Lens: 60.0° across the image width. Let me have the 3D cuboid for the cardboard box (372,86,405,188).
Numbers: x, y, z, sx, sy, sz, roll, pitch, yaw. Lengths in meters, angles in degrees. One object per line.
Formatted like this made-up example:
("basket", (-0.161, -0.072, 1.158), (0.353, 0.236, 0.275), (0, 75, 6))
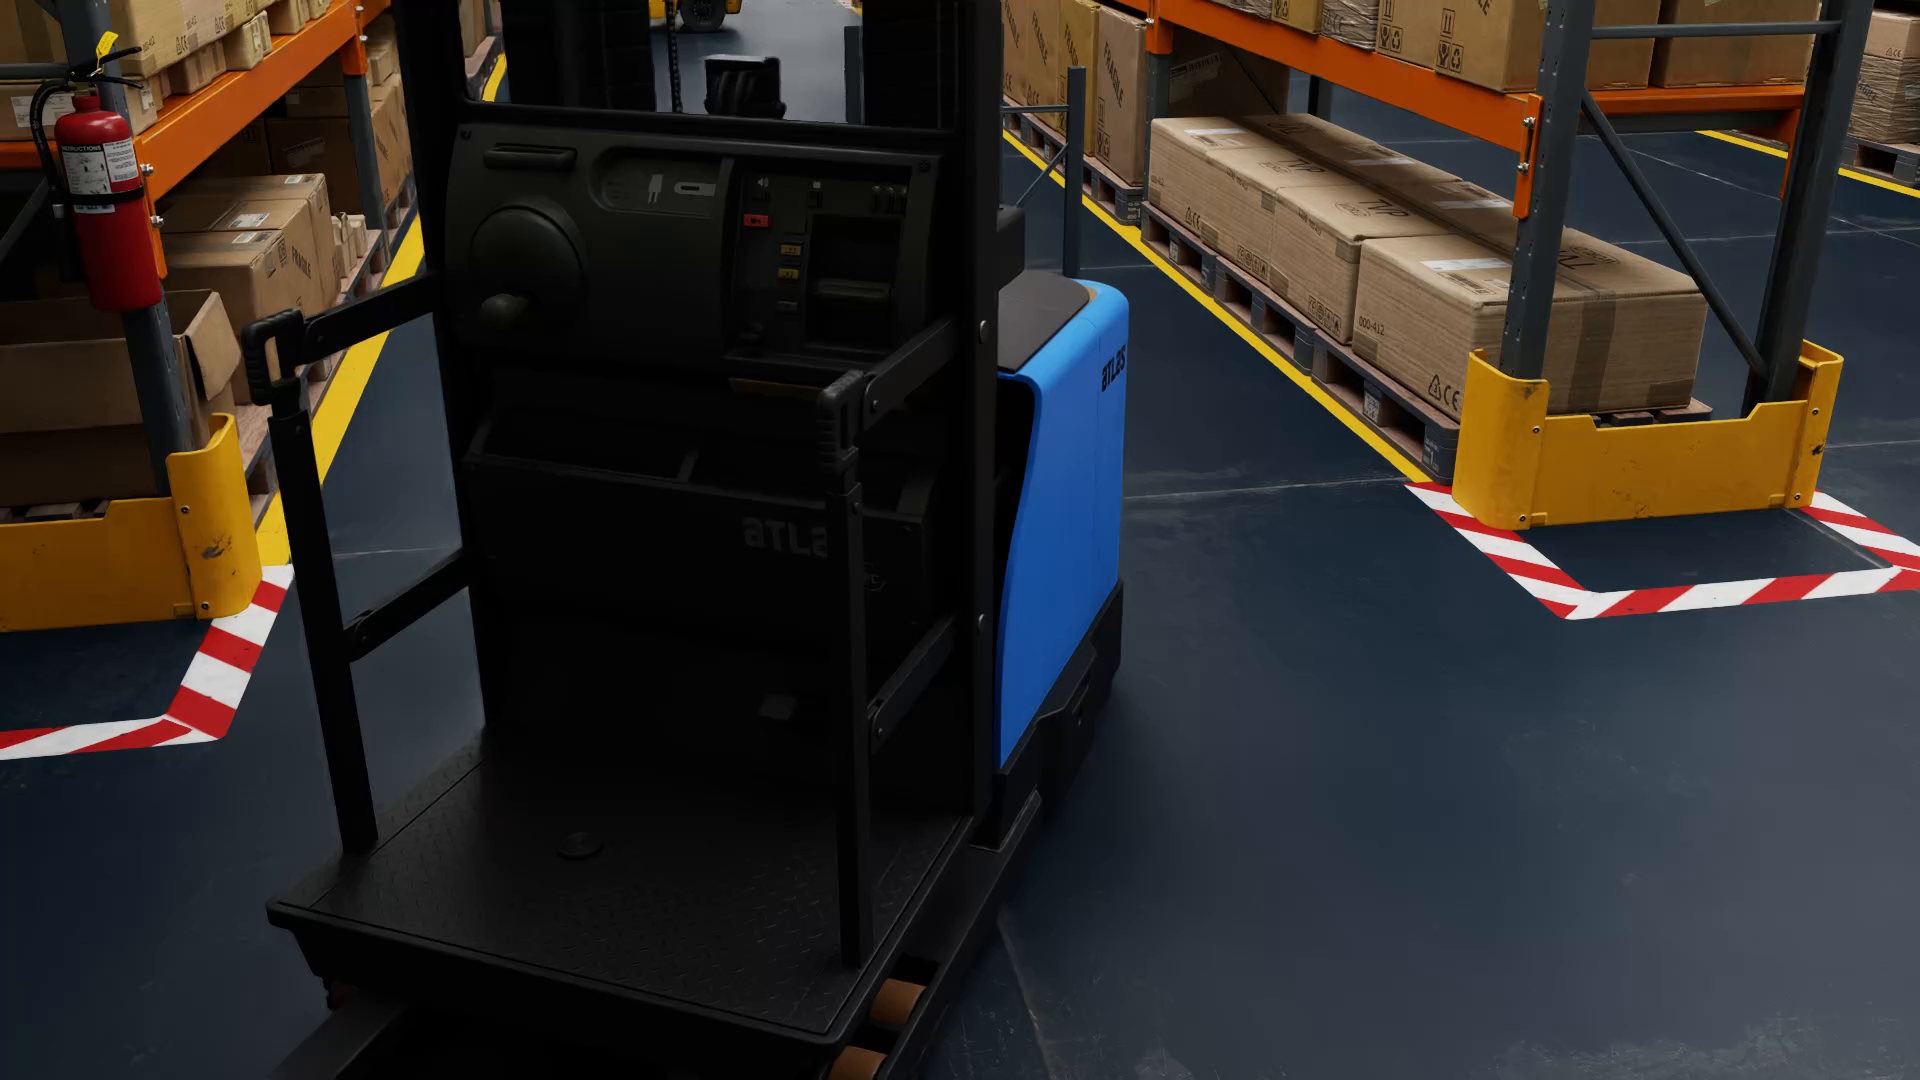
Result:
("cardboard box", (-3.355, -2.187, 9.109), (0.500, 0.500, 0.500), (-5, 24, -10))

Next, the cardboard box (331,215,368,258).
("cardboard box", (-2.987, -1.413, 7.775), (0.380, 0.149, 0.250), (-5, 24, -11))

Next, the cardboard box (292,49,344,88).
("cardboard box", (-3.243, -2.361, 8.326), (0.380, 0.149, 0.250), (-5, 24, -11))

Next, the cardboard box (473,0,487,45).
("cardboard box", (-4.750, -4.771, 14.869), (0.875, 0.625, 0.625), (-3, 24, -7))

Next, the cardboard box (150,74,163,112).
("cardboard box", (-2.523, -1.282, 4.752), (0.380, 0.149, 0.250), (-4, 24, -8))

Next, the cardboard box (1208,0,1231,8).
("cardboard box", (1.417, -2.737, 7.644), (0.500, 0.500, 0.500), (-4, 24, -9))

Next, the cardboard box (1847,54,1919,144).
("cardboard box", (5.960, -2.819, 10.555), (0.500, 0.500, 0.500), (-5, 24, -11))

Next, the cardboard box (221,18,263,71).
("cardboard box", (-2.619, -1.696, 5.700), (0.380, 0.149, 0.250), (-5, 24, -11))

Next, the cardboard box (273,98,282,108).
("cardboard box", (-3.843, -2.139, 8.998), (0.500, 0.500, 0.500), (-5, 24, -12))

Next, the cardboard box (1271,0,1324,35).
("cardboard box", (1.598, -2.338, 6.731), (0.500, 0.500, 0.500), (-4, 24, -8))

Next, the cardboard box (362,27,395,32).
("cardboard box", (-3.688, -3.148, 10.497), (0.380, 0.149, 0.250), (-4, 24, -8))

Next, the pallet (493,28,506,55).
("pallet", (-4.964, -4.909, 16.227), (1.003, 0.211, 1.213), (-4, 24, -10))

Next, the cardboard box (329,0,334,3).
("cardboard box", (-3.071, -2.503, 7.547), (0.380, 0.149, 0.250), (-4, 24, -9))

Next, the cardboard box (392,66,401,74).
("cardboard box", (-3.533, -2.588, 10.027), (0.500, 0.500, 0.500), (-5, 24, -12))

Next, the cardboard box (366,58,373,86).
("cardboard box", (-3.433, -2.540, 9.105), (0.380, 0.149, 0.250), (-5, 24, -11))

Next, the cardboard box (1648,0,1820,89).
("cardboard box", (2.432, -1.776, 5.444), (0.500, 0.500, 0.500), (-4, 24, -10))

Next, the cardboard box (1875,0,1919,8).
("cardboard box", (6.367, -3.410, 10.971), (0.500, 0.250, 0.500), (-4, 24, -8))

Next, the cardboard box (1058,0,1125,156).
("cardboard box", (1.131, -2.905, 10.283), (0.875, 0.875, 0.875), (-4, 24, -8))

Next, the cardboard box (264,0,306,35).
("cardboard box", (-2.833, -2.098, 6.620), (0.380, 0.149, 0.250), (-5, 24, -11))

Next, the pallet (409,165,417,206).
("pallet", (-3.795, -2.245, 10.126), (1.003, 0.211, 1.213), (-4, 24, -10))

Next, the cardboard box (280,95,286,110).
("cardboard box", (-3.311, -2.333, 8.632), (0.380, 0.149, 0.250), (-5, 24, -11))

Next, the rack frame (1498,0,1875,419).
("rack frame", (2.238, -1.520, 4.983), (1.000, 3.000, 0.127), (-4, 24, -10))

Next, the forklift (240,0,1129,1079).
("forklift", (-0.550, -0.485, 2.699), (1.130, 2.935, 3.031), (8, 25, 18))

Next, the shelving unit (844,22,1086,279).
("shelving unit", (-0.014, -0.717, 5.018), (0.587, 1.500, 1.083), (-4, 24, -10))

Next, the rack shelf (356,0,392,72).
("rack shelf", (-3.748, -3.182, 9.686), (1.077, 0.370, 4.000), (-4, 24, -10))

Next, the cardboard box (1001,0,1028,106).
("cardboard box", (0.805, -3.608, 11.893), (0.875, 0.875, 0.875), (-5, 24, -10))

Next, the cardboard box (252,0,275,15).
("cardboard box", (-2.764, -2.014, 5.930), (0.500, 0.250, 0.500), (-5, 24, -11))

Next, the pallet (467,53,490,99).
("pallet", (-4.454, -3.826, 13.746), (1.003, 0.211, 1.213), (-4, 24, -10))

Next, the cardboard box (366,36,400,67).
("cardboard box", (-3.560, -2.943, 10.029), (0.380, 0.149, 0.250), (-5, 24, -12))

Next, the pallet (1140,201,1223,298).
("pallet", (1.562, -1.511, 8.445), (1.003, 0.211, 1.213), (-4, 24, -10))

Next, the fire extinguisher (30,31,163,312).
("fire extinguisher", (-2.158, -0.921, 4.174), (0.296, 0.674, 0.183), (-4, 24, -10))

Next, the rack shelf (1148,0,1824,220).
("rack shelf", (1.869, -1.977, 6.928), (1.077, 0.370, 4.000), (-4, 24, -10))

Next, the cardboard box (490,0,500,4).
("cardboard box", (-4.644, -5.246, 15.800), (0.500, 0.250, 0.500), (-4, 24, -10))

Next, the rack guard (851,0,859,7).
("rack guard", (-0.706, -6.638, 19.824), (1.175, 0.500, 0.348), (-4, 24, -10))

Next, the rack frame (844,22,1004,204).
("rack frame", (-0.110, -0.921, 5.484), (0.500, 1.500, 0.032), (-4, 24, -10))

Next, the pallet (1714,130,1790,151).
("pallet", (5.970, -3.009, 11.875), (1.003, 0.211, 1.213), (-4, 24, -10))

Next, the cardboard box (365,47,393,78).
("cardboard box", (-3.487, -2.739, 9.561), (0.380, 0.149, 0.250), (-3, 24, -8))

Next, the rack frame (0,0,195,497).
("rack frame", (-2.639, -1.151, 4.138), (1.000, 3.000, 0.127), (-4, 24, -10))

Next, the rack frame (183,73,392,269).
("rack frame", (-3.379, -2.725, 7.741), (1.000, 3.000, 0.127), (-4, 24, -10))

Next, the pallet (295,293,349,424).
("pallet", (-3.024, -0.696, 6.579), (1.003, 0.211, 1.213), (-4, 24, -10))

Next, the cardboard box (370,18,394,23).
("cardboard box", (-3.697, -3.362, 10.987), (0.380, 0.149, 0.250), (-6, 24, -12))

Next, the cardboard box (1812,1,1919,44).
("cardboard box", (5.877, -3.368, 10.874), (0.500, 0.250, 0.500), (-3, 24, -7))

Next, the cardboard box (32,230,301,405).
("cardboard box", (-2.779, -0.785, 5.898), (0.700, 0.500, 0.500), (-3, 24, -8))

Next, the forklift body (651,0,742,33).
("forklift body", (-3.454, -6.445, 17.319), (2.313, 2.155, 1.214), (-4, 24, -10))

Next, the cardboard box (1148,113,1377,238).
("cardboard box", (1.509, -1.857, 8.430), (0.875, 0.438, 0.875), (-5, 24, -11))

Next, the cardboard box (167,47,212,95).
("cardboard box", (-2.592, -1.487, 5.221), (0.380, 0.149, 0.250), (-4, 24, -8))

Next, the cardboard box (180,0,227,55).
("cardboard box", (-2.552, -1.616, 5.017), (0.500, 0.250, 0.500), (-4, 24, -9))

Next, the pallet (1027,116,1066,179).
("pallet", (1.053, -2.594, 10.927), (1.003, 0.211, 1.213), (-4, 24, -10))

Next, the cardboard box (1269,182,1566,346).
("cardboard box", (1.841, -1.150, 6.812), (0.875, 0.438, 0.875), (-4, 24, -8))

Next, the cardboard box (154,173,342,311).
("cardboard box", (-2.971, -1.193, 6.833), (0.700, 0.500, 0.500), (-5, 24, -12))

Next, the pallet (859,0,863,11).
("pallet", (-0.591, -6.184, 19.145), (1.003, 0.211, 1.213), (-4, 24, -10))

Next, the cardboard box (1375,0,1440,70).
("cardboard box", (1.811, -1.935, 5.807), (0.500, 0.500, 0.500), (-5, 24, -11))

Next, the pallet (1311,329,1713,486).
("pallet", (2.014, -0.551, 6.248), (1.003, 0.211, 1.213), (-4, 24, -10))

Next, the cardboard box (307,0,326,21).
("cardboard box", (-2.930, -2.302, 7.086), (0.380, 0.149, 0.250), (-4, 24, -8))

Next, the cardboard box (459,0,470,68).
("cardboard box", (-4.473, -4.170, 13.492), (0.875, 0.625, 0.625), (-5, 24, -12))
